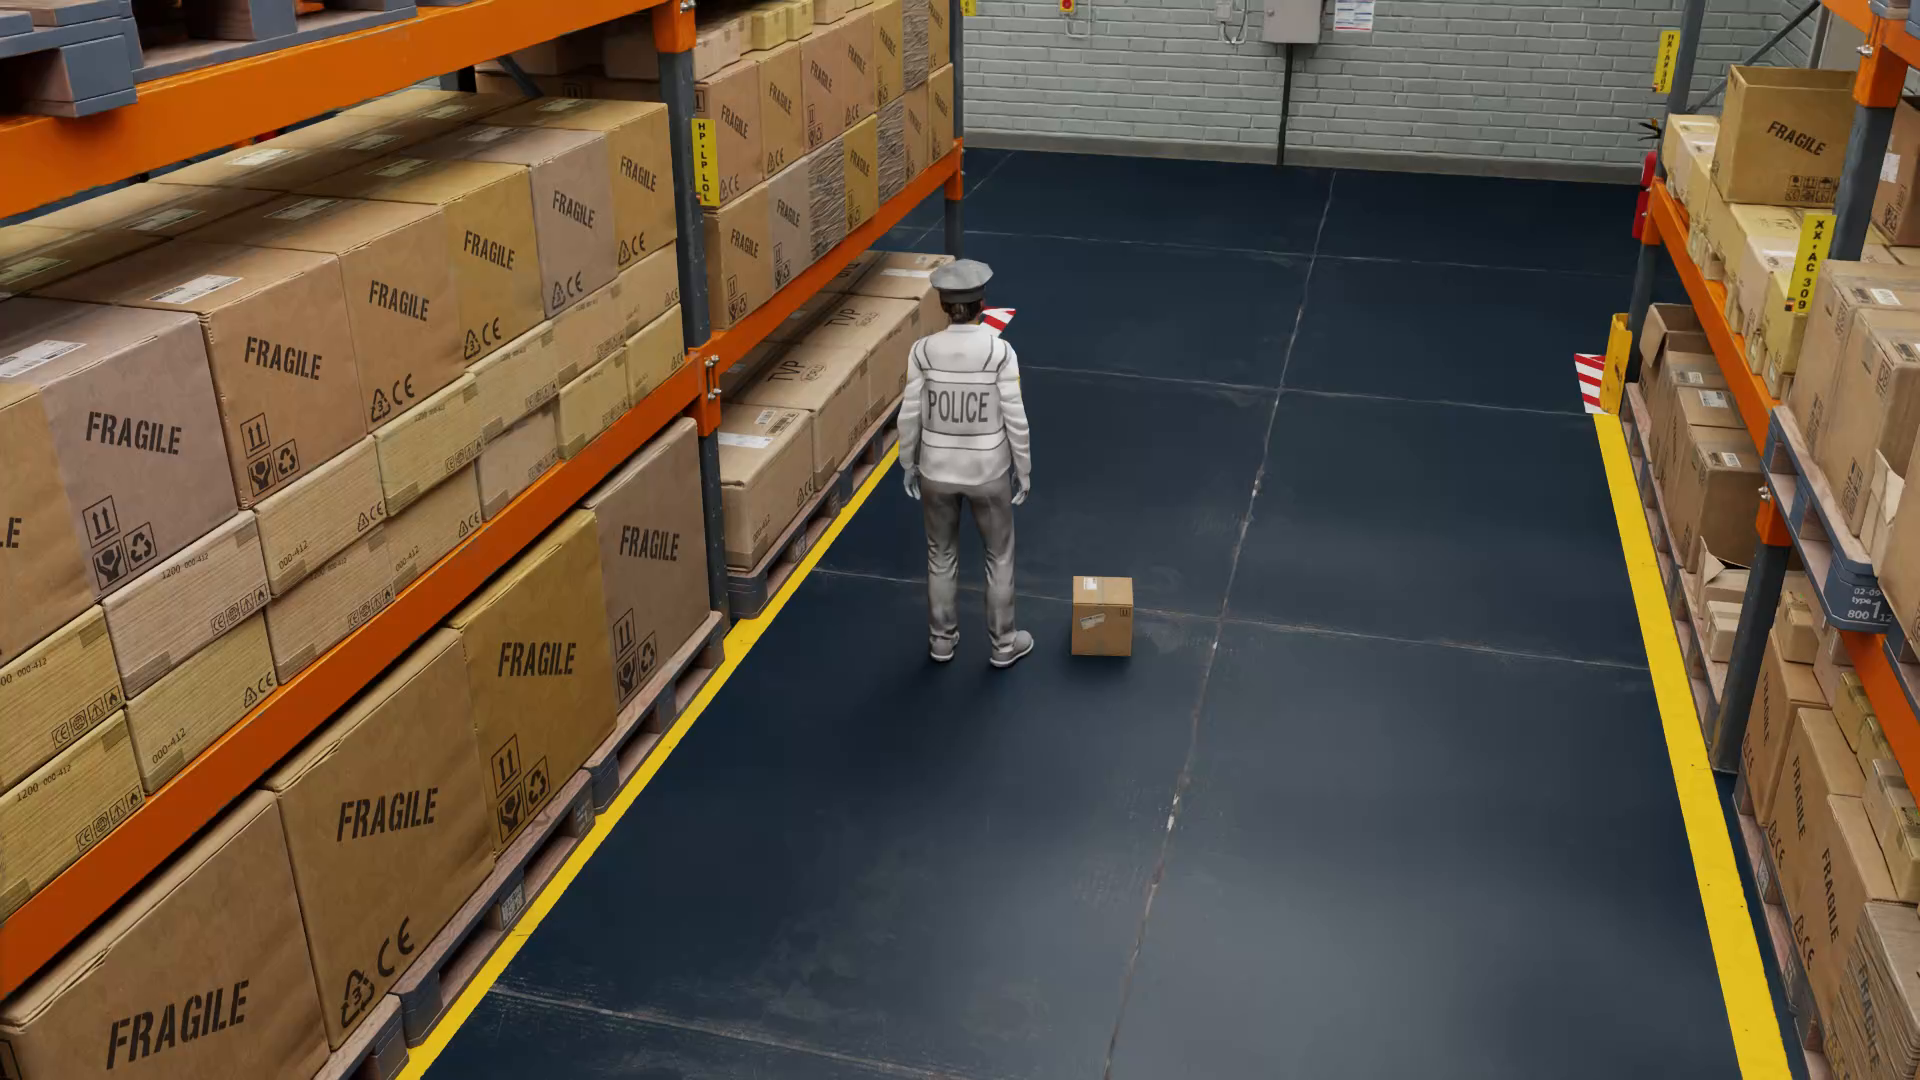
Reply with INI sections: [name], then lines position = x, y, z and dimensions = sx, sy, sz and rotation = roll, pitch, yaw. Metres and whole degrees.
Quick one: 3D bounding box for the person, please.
[person]
position = 0.027, -0.277, 6.687
dimensions = 0.547, 1.663, 0.346
rotation = 5, 26, 10
